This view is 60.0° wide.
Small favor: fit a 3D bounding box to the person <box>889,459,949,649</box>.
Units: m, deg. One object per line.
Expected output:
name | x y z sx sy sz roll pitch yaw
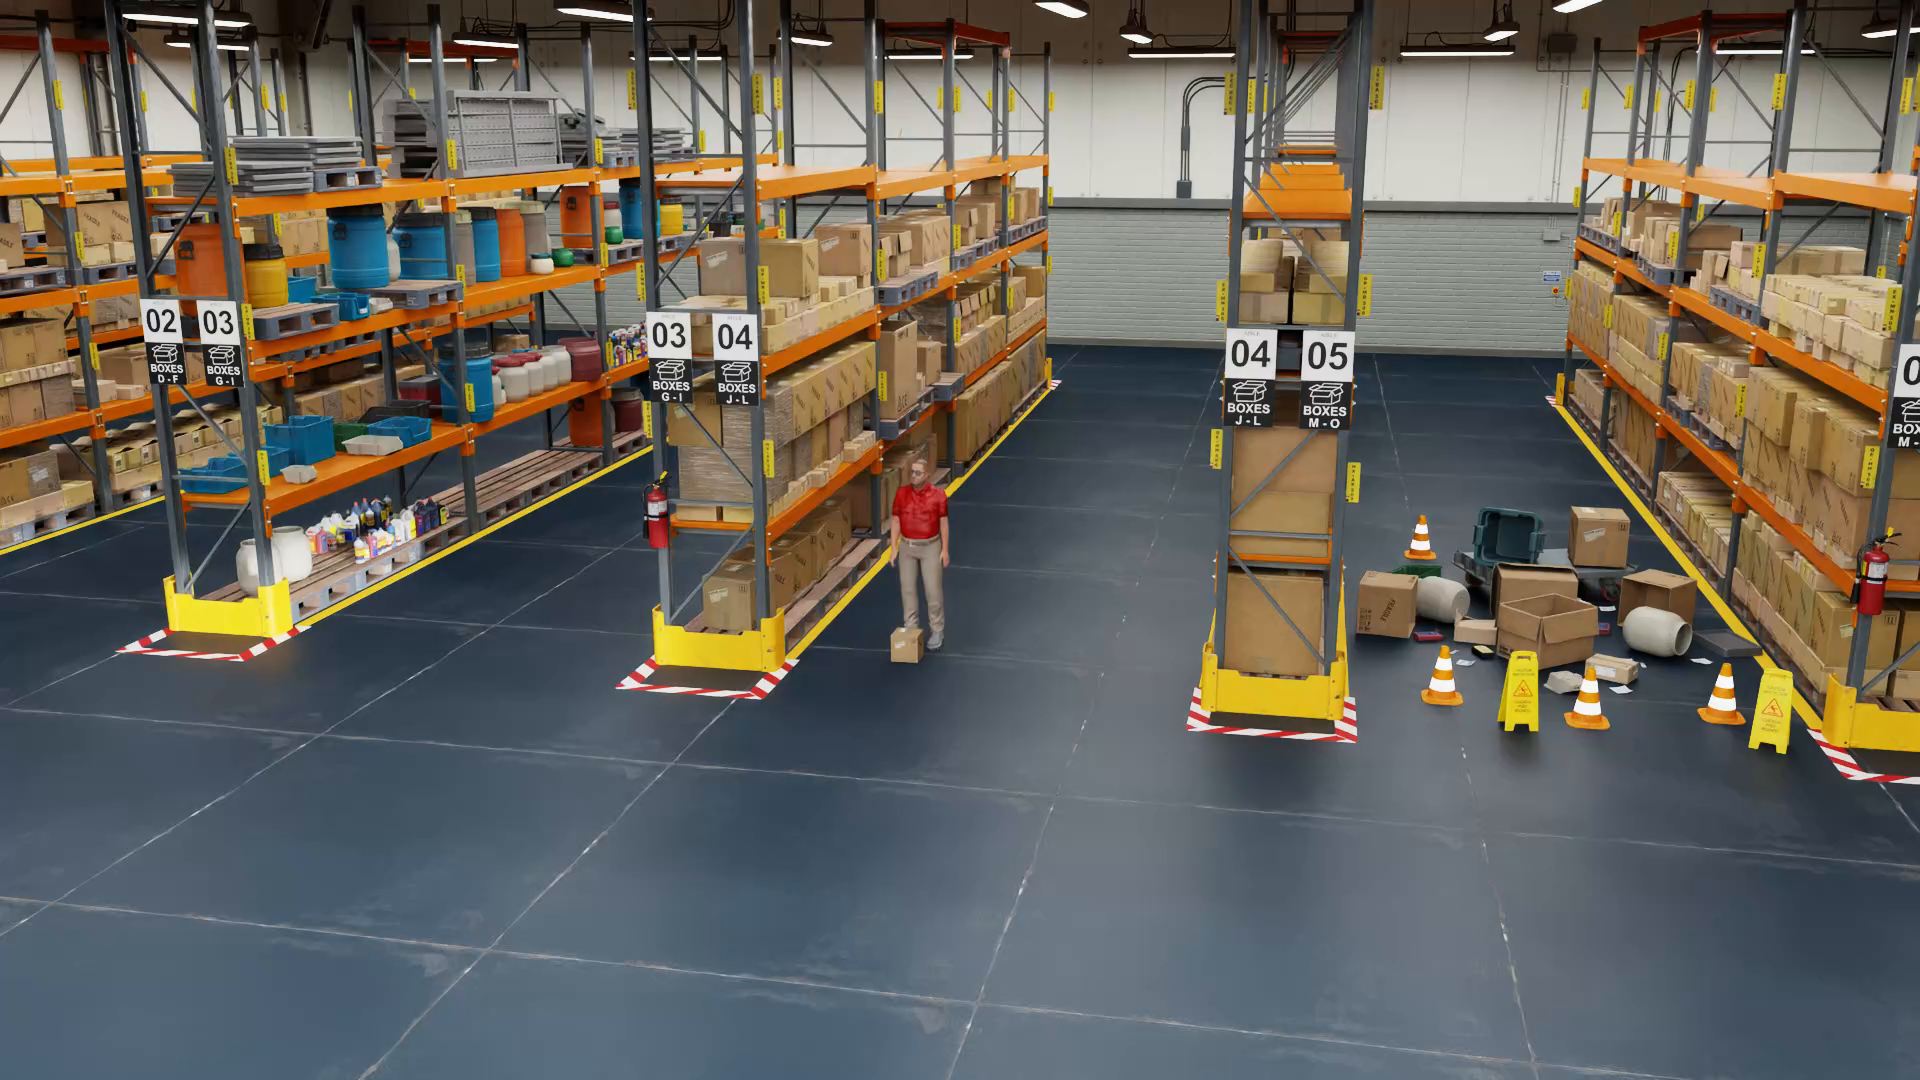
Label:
person | -0.387 0.120 15.509 0.561 1.744 0.422 3 15 11
